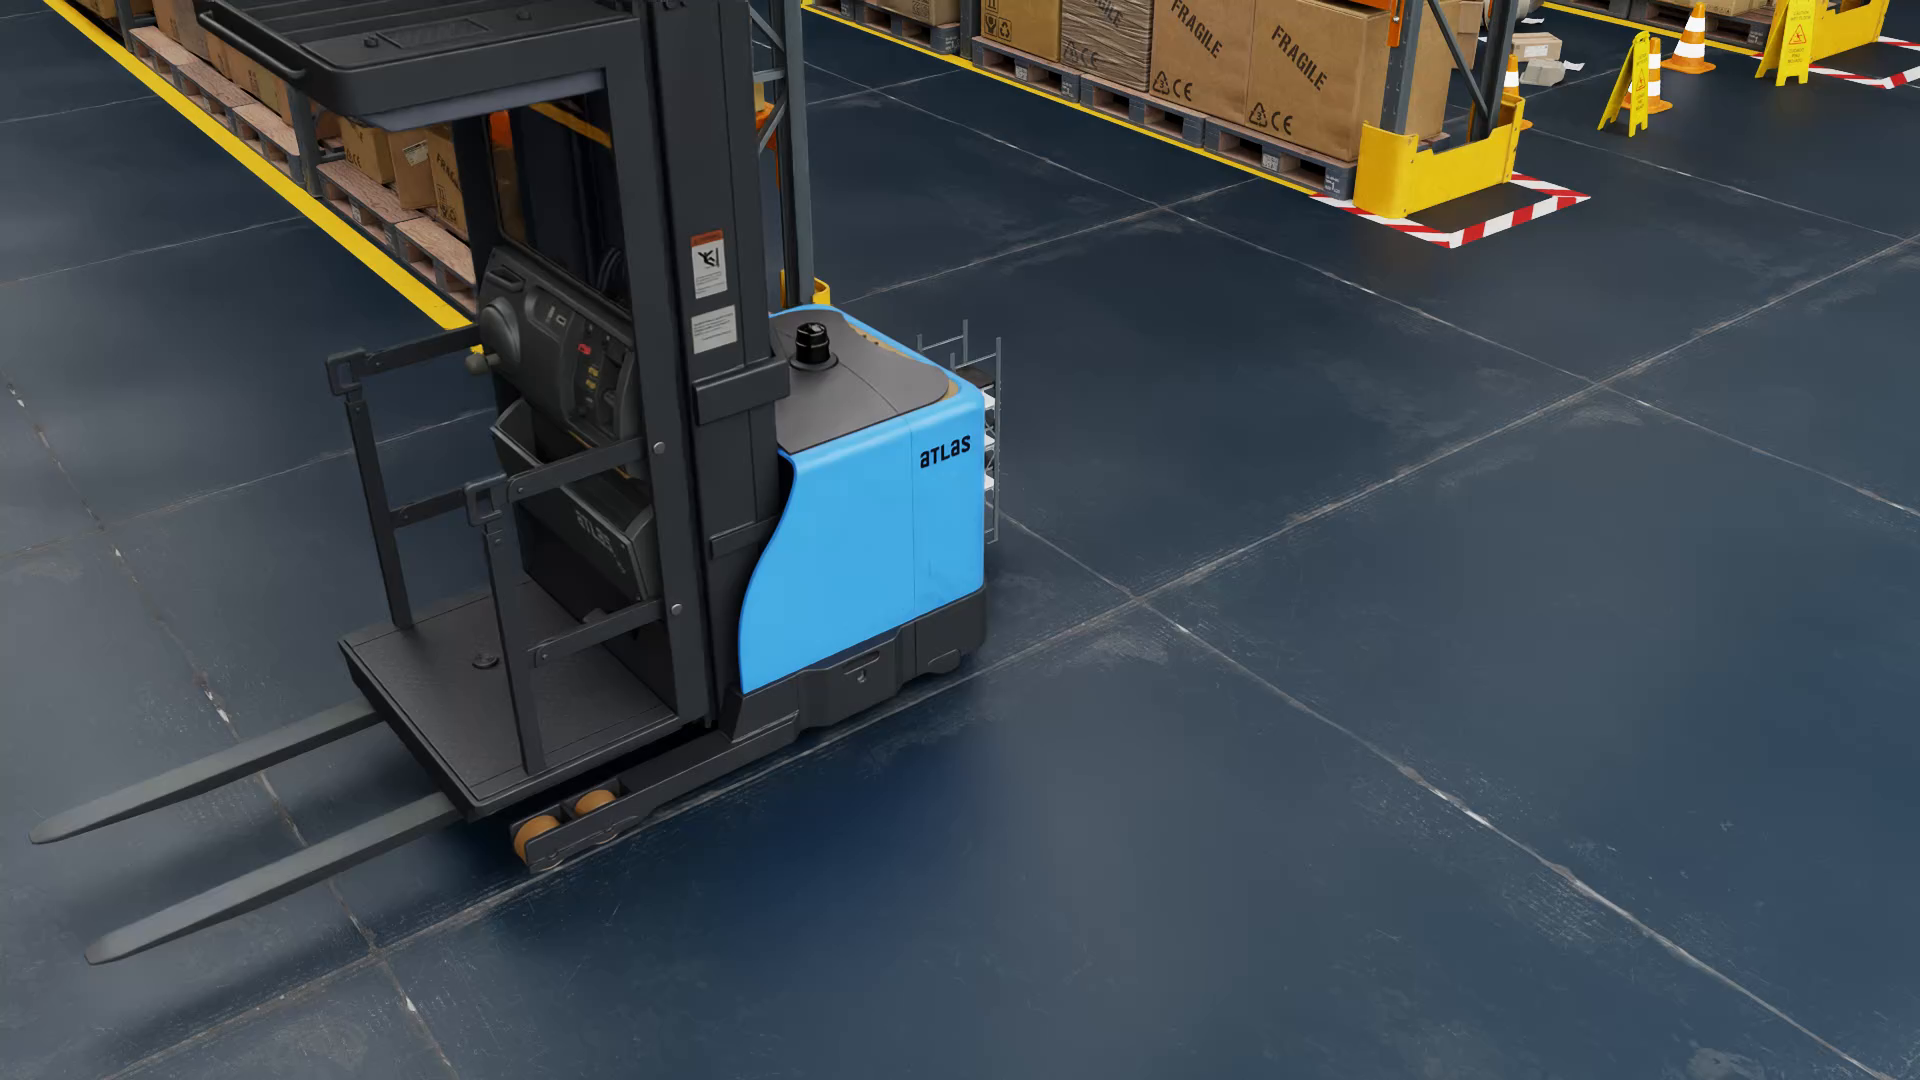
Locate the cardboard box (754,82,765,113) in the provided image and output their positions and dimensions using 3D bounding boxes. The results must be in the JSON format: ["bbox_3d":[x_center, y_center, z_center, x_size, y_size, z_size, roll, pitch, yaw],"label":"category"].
[{"bbox_3d":[-1.083,-1.946,7.278,0.380,0.149,0.250,-22,38,-31],"label":"cardboard box"}]

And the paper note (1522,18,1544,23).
[{"bbox_3d":[4.664,-4.231,13.533,0.148,0.019,0.142,18,36,27],"label":"paper note"}]

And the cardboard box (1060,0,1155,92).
[{"bbox_3d":[1.317,-3.703,11.485,0.875,0.875,0.875,-22,38,-31],"label":"cardboard box"}]

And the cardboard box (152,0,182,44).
[{"bbox_3d":[-5.575,-4.043,12.369,0.700,0.500,0.500,-25,39,-34],"label":"cardboard box"}]

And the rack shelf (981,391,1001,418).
[{"bbox_3d":[-0.005,-0.510,6.441,0.258,0.077,0.200,-22,38,-31],"label":"rack shelf"}]

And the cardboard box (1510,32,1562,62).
[{"bbox_3d":[4.333,-3.745,12.638,0.380,0.149,0.250,-4,32,-7],"label":"cardboard box"}]

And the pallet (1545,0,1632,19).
[{"bbox_3d":[5.471,-4.768,14.227,1.003,0.211,1.213,-22,38,-31],"label":"pallet"}]

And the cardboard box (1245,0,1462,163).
[{"bbox_3d":[2.416,-2.957,10.283,0.875,0.875,0.875,-22,38,-31],"label":"cardboard box"}]

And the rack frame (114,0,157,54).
[{"bbox_3d":[-6.002,-5.191,12.265,1.000,3.000,0.127,-22,38,-31],"label":"rack frame"}]

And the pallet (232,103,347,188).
[{"bbox_3d":[-4.028,-2.663,10.838,1.003,0.211,1.213,-22,38,-31],"label":"pallet"}]

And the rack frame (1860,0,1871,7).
[{"bbox_3d":[6.732,-5.063,12.059,1.000,3.000,0.127,-22,38,-31],"label":"rack frame"}]

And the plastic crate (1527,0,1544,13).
[{"bbox_3d":[4.594,-4.570,14.033,0.583,0.080,0.402,18,36,27],"label":"plastic crate"}]

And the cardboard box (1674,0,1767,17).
[{"bbox_3d":[6.009,-4.333,13.092,0.500,0.250,0.500,-22,38,-32],"label":"cardboard box"}]

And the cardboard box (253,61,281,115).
[{"bbox_3d":[-4.186,-3.117,10.877,0.700,0.500,0.500,-23,38,-32],"label":"cardboard box"}]

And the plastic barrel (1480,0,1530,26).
[{"bbox_3d":[4.269,-4.340,13.336,0.512,0.421,0.421,1,32,2],"label":"plastic barrel"}]

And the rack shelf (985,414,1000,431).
[{"bbox_3d":[-0.005,-0.434,6.488,0.258,0.077,0.200,-22,38,-31],"label":"rack shelf"}]

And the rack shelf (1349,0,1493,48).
[{"bbox_3d":[1.657,-3.947,10.945,1.077,0.370,4.000,-22,38,-31],"label":"rack shelf"}]

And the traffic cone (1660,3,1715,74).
[{"bbox_3d":[5.449,-3.747,12.345,0.336,0.463,0.334,-22,38,-31],"label":"traffic cone"}]

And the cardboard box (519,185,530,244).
[{"bbox_3d":[-1.859,-1.477,8.256,0.500,0.500,0.500,-12,34,-19],"label":"cardboard box"}]

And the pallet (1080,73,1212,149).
[{"bbox_3d":[1.588,-3.051,11.462,1.003,0.211,1.213,-22,38,-31],"label":"pallet"}]

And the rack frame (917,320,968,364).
[{"bbox_3d":[-0.067,-0.428,6.586,0.240,0.900,0.006,-22,38,-31],"label":"rack frame"}]

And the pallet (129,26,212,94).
[{"bbox_3d":[-5.524,-3.680,12.476,1.003,0.211,1.213,-22,38,-31],"label":"pallet"}]

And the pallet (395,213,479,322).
[{"bbox_3d":[-2.357,-1.562,9.065,1.003,0.211,1.213,-22,38,-31],"label":"pallet"}]

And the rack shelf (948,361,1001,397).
[{"bbox_3d":[-0.005,-0.587,6.393,0.258,0.077,0.200,-22,38,-31],"label":"rack shelf"}]

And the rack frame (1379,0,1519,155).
[{"bbox_3d":[2.884,-3.420,9.413,1.000,3.000,0.127,-22,38,-31],"label":"rack frame"}]

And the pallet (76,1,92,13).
[{"bbox_3d":[-7.170,-4.868,14.387,1.003,0.211,1.213,-22,38,-31],"label":"pallet"}]

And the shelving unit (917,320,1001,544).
[{"bbox_3d":[-0.005,-0.386,6.518,0.258,0.900,0.210,-22,38,-31],"label":"shelving unit"}]

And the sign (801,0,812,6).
[{"bbox_3d":[-0.668,-2.400,6.951,0.100,0.325,0.005,-22,38,-31],"label":"sign"}]

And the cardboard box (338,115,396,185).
[{"bbox_3d":[-3.335,-2.461,9.840,0.500,0.500,0.500,-24,39,-33],"label":"cardboard box"}]

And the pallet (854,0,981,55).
[{"bbox_3d":[-0.102,-4.199,13.311,1.003,0.211,1.213,-22,38,-31],"label":"pallet"}]

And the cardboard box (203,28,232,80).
[{"bbox_3d":[-4.872,-3.582,11.627,0.700,0.500,0.500,-19,37,-28],"label":"cardboard box"}]

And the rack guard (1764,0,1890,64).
[{"bbox_3d":[6.685,-4.033,12.770,1.175,0.500,0.348,-22,38,-31],"label":"rack guard"}]

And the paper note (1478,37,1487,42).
[{"bbox_3d":[4.178,-3.950,13.091,0.148,0.019,0.142,-10,33,-15],"label":"paper note"}]

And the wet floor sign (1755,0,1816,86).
[{"bbox_3d":[6.003,-3.638,11.995,0.267,0.644,0.232,-10,33,-15],"label":"wet floor sign"}]

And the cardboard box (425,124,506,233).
[{"bbox_3d":[-2.535,-1.991,9.084,0.500,0.500,0.500,-26,40,-35],"label":"cardboard box"}]

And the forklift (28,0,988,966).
[{"bbox_3d":[-1.370,-0.545,4.849,3.031,2.935,1.130,-23,38,-32],"label":"forklift"}]

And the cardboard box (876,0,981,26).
[{"bbox_3d":[-0.021,-4.539,12.949,1.050,0.750,0.750,-22,38,-32],"label":"cardboard box"}]
